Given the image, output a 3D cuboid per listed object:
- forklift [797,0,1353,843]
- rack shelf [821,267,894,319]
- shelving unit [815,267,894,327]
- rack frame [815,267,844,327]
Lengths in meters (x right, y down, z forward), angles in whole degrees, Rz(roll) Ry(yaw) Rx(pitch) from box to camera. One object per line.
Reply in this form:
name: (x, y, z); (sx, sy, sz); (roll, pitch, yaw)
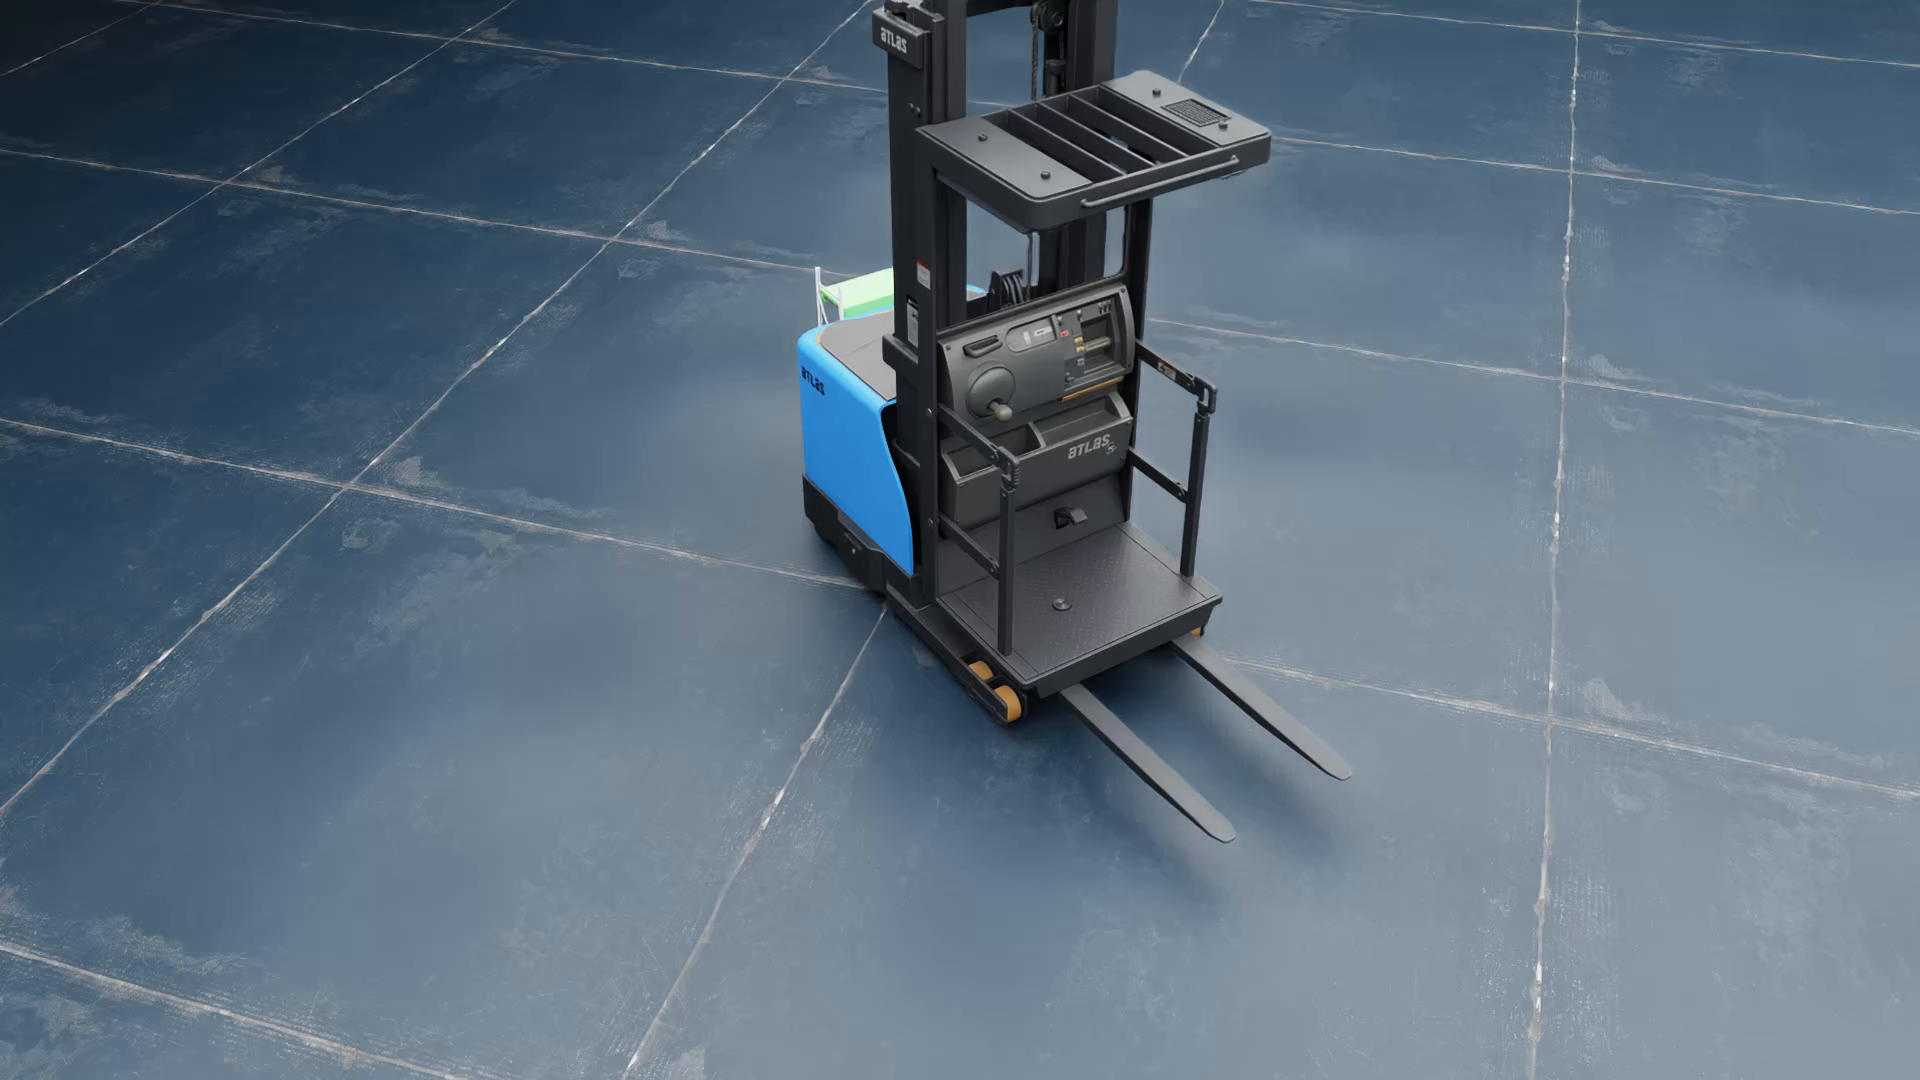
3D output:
forklift: (0.453, -0.709, 6.741); (1.130, 2.935, 3.031); (-21, 41, -26)
rack shelf: (-0.422, -1.186, 8.147); (0.480, 0.148, 0.258); (-21, 41, -26)
shelving unit: (-0.422, -0.851, 8.394); (0.503, 1.200, 0.258); (-21, 41, -26)
rack frame: (-0.626, -0.771, 8.285); (0.015, 1.200, 0.240); (-21, 41, -26)
